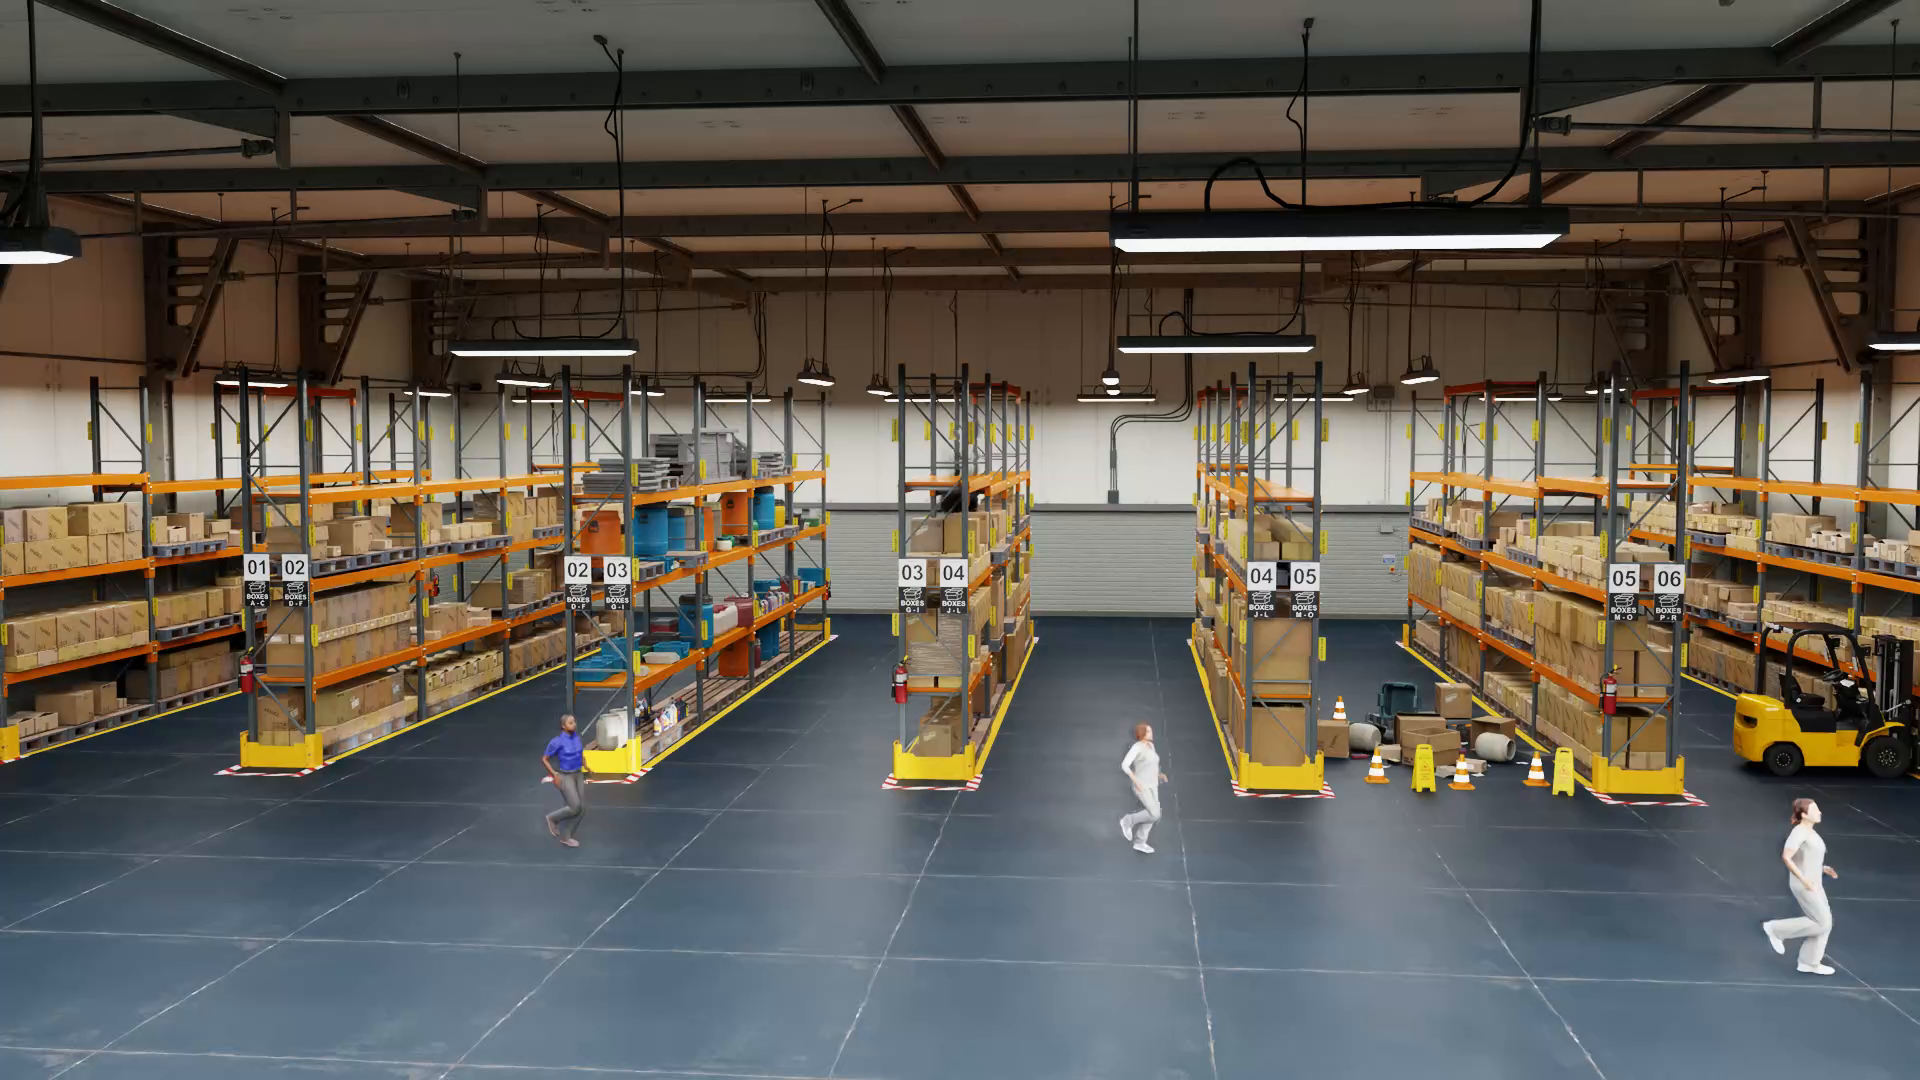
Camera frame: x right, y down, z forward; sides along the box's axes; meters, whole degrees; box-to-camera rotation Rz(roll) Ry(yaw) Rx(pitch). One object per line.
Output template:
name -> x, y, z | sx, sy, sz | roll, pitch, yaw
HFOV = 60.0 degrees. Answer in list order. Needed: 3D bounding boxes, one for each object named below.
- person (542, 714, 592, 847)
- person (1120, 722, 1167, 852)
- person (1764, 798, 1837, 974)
person -> -4.727, 2.913, 20.167 | 0.555, 1.615, 0.581 | 2, 4, 30
person -> 2.205, 2.956, 19.874 | 0.544, 1.555, 0.536 | 3, 5, 37
person -> 7.833, 3.200, 15.474 | 0.598, 1.626, 0.580 | 3, 5, 37
